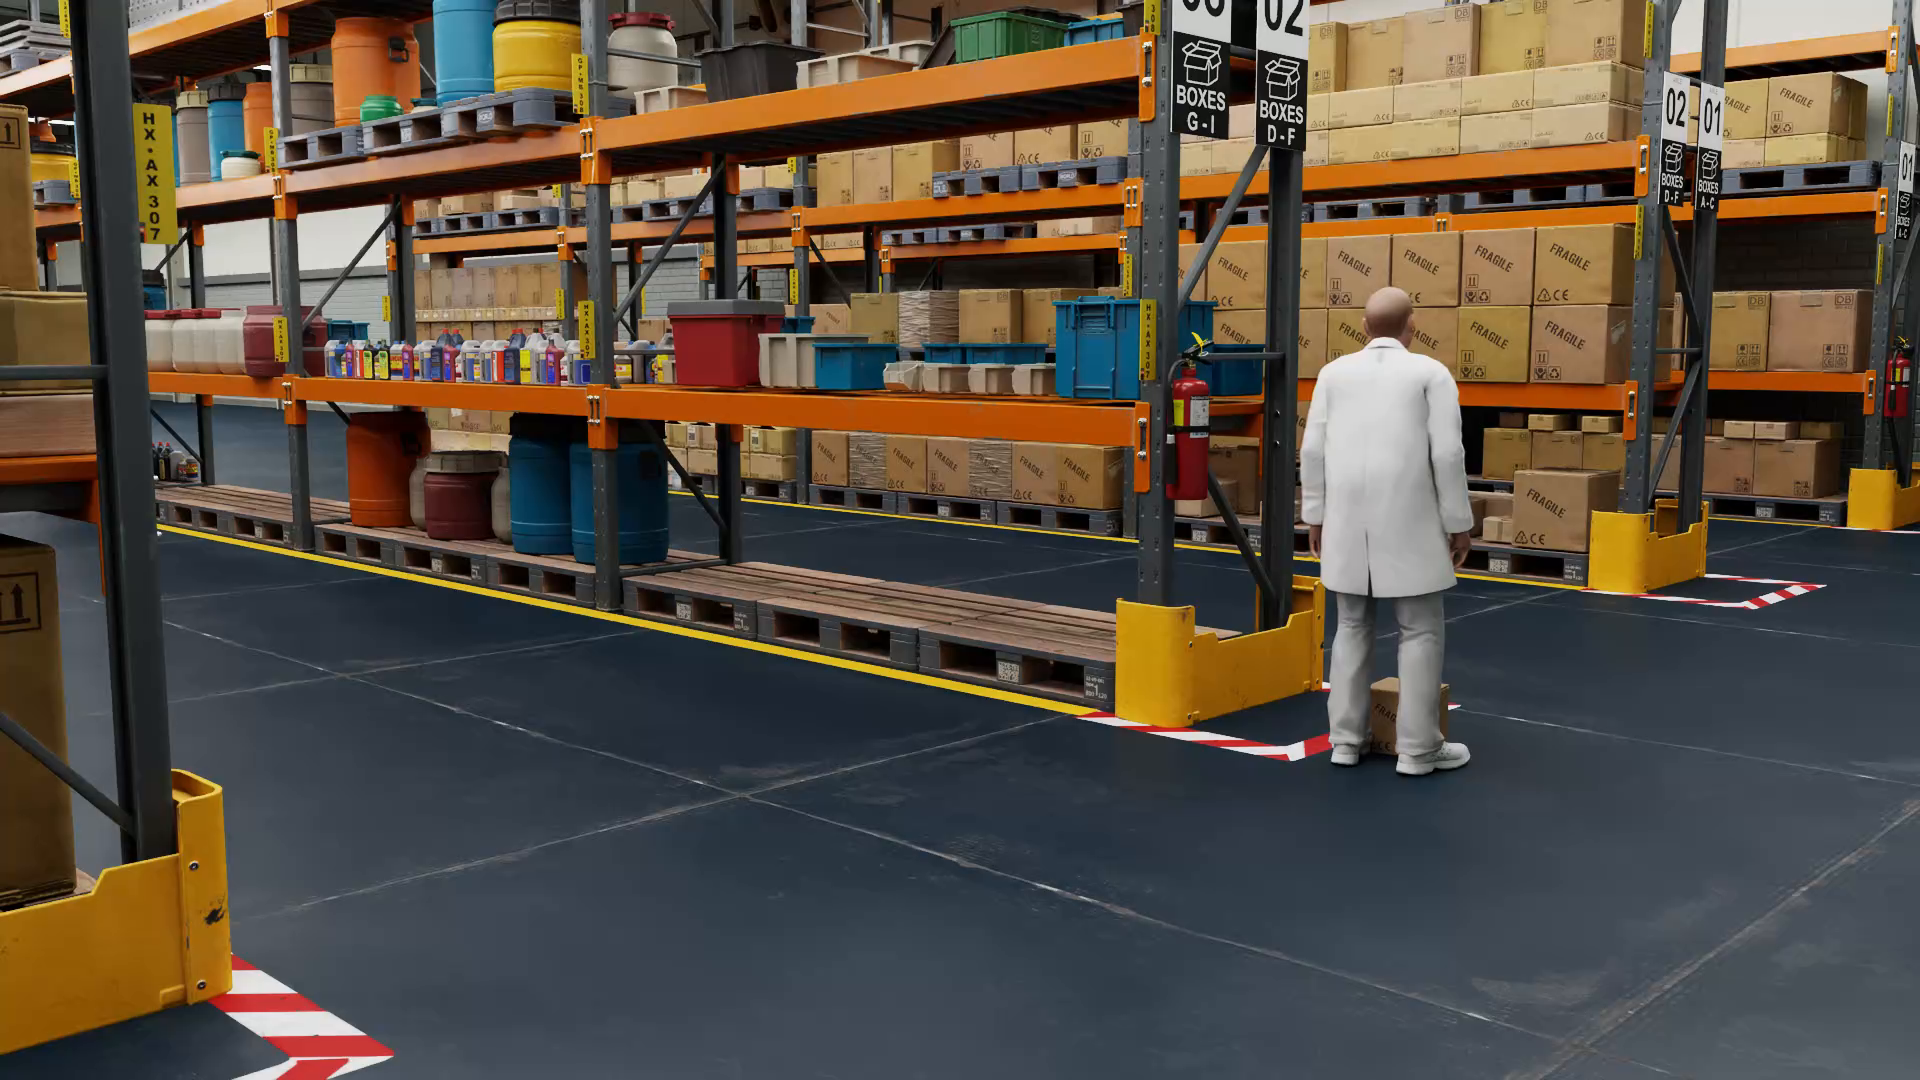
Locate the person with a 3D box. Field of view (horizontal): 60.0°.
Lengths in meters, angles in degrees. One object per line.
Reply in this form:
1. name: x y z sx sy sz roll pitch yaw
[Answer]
1. person: 1.580 -0.043 6.173 0.653 1.774 0.415 5 9 36
